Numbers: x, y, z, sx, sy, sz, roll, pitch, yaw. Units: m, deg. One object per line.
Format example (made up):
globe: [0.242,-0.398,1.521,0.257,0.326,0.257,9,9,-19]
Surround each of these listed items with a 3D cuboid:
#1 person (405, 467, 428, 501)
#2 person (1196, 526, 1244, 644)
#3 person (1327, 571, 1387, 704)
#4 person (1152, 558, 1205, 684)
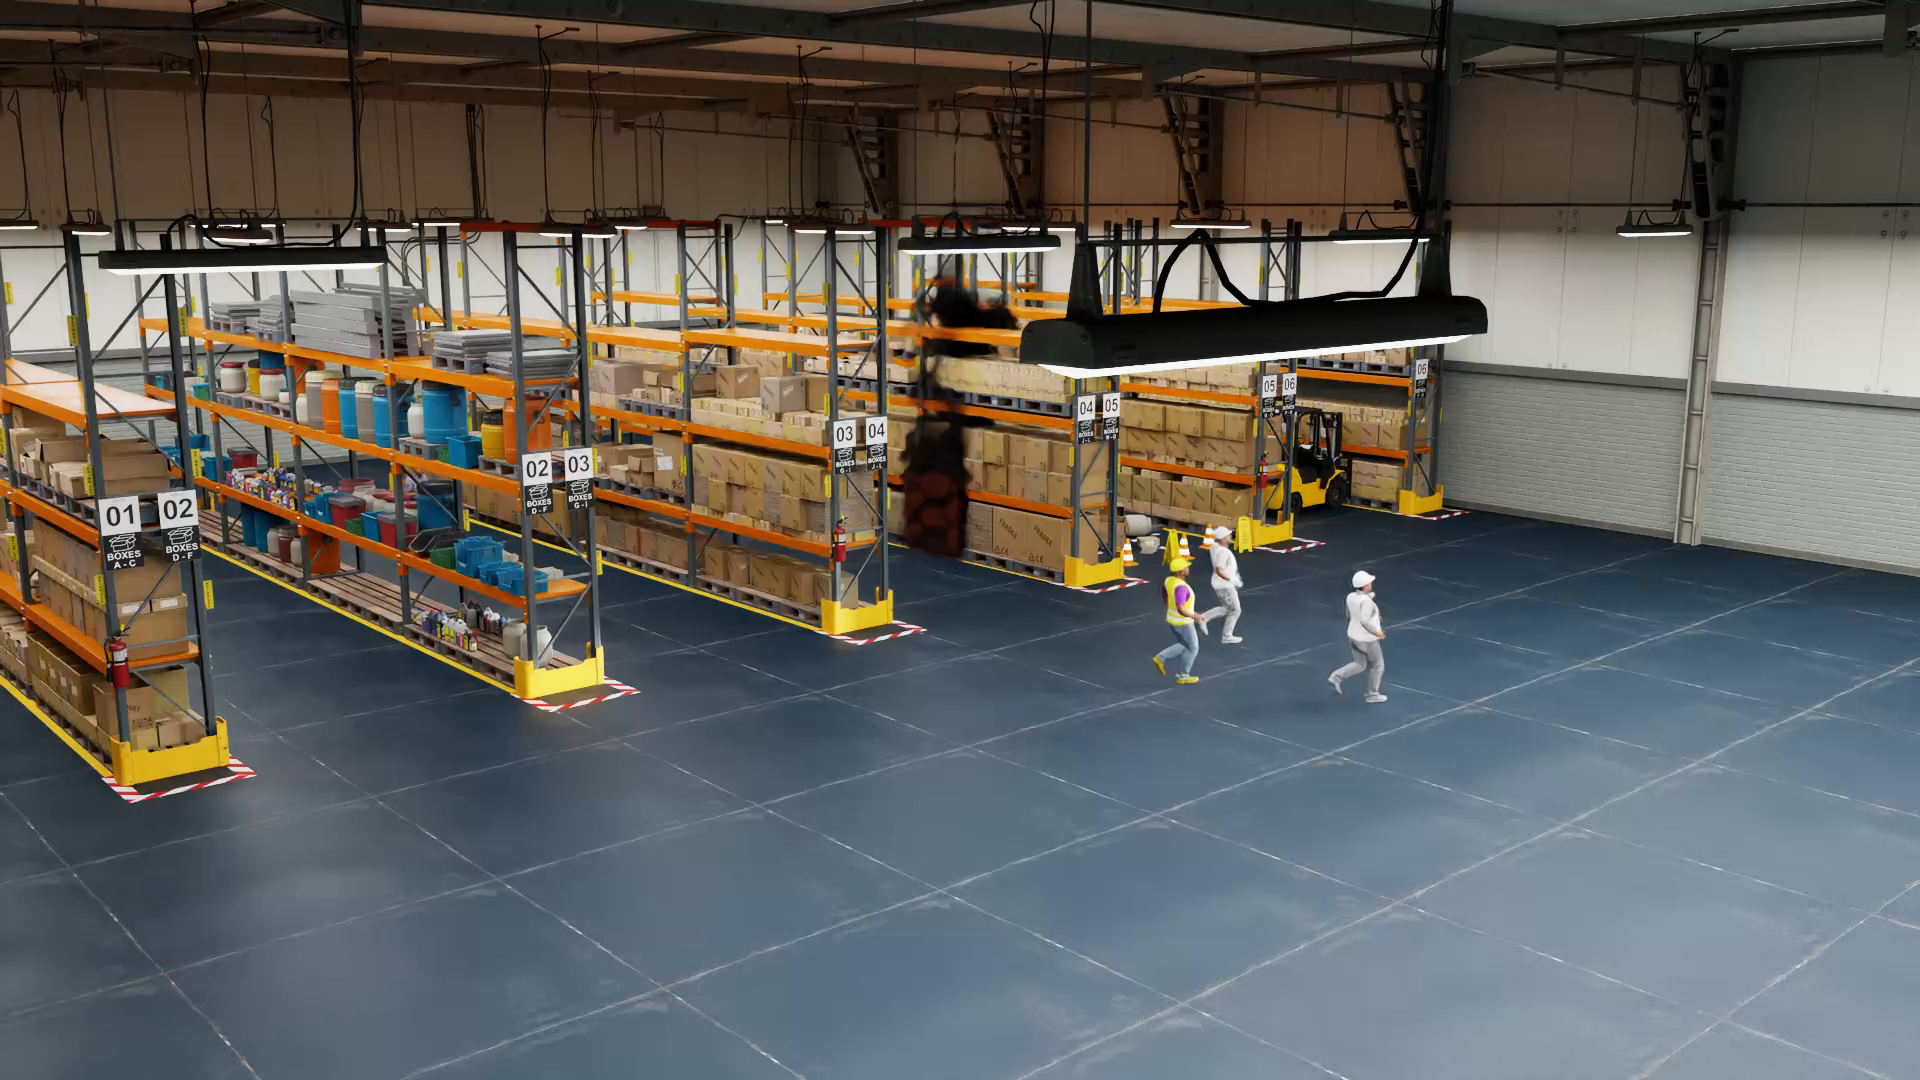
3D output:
person: [-9.986,-0.601,30.706,0.816,1.704,0.593,10,15,41]
person: [3.801,0.658,24.227,0.675,1.736,0.685,0,11,-2]
person: [5.140,1.252,21.289,0.803,1.738,0.668,-3,12,-16]
person: [2.903,1.082,22.168,0.625,1.719,0.700,-2,12,-12]
